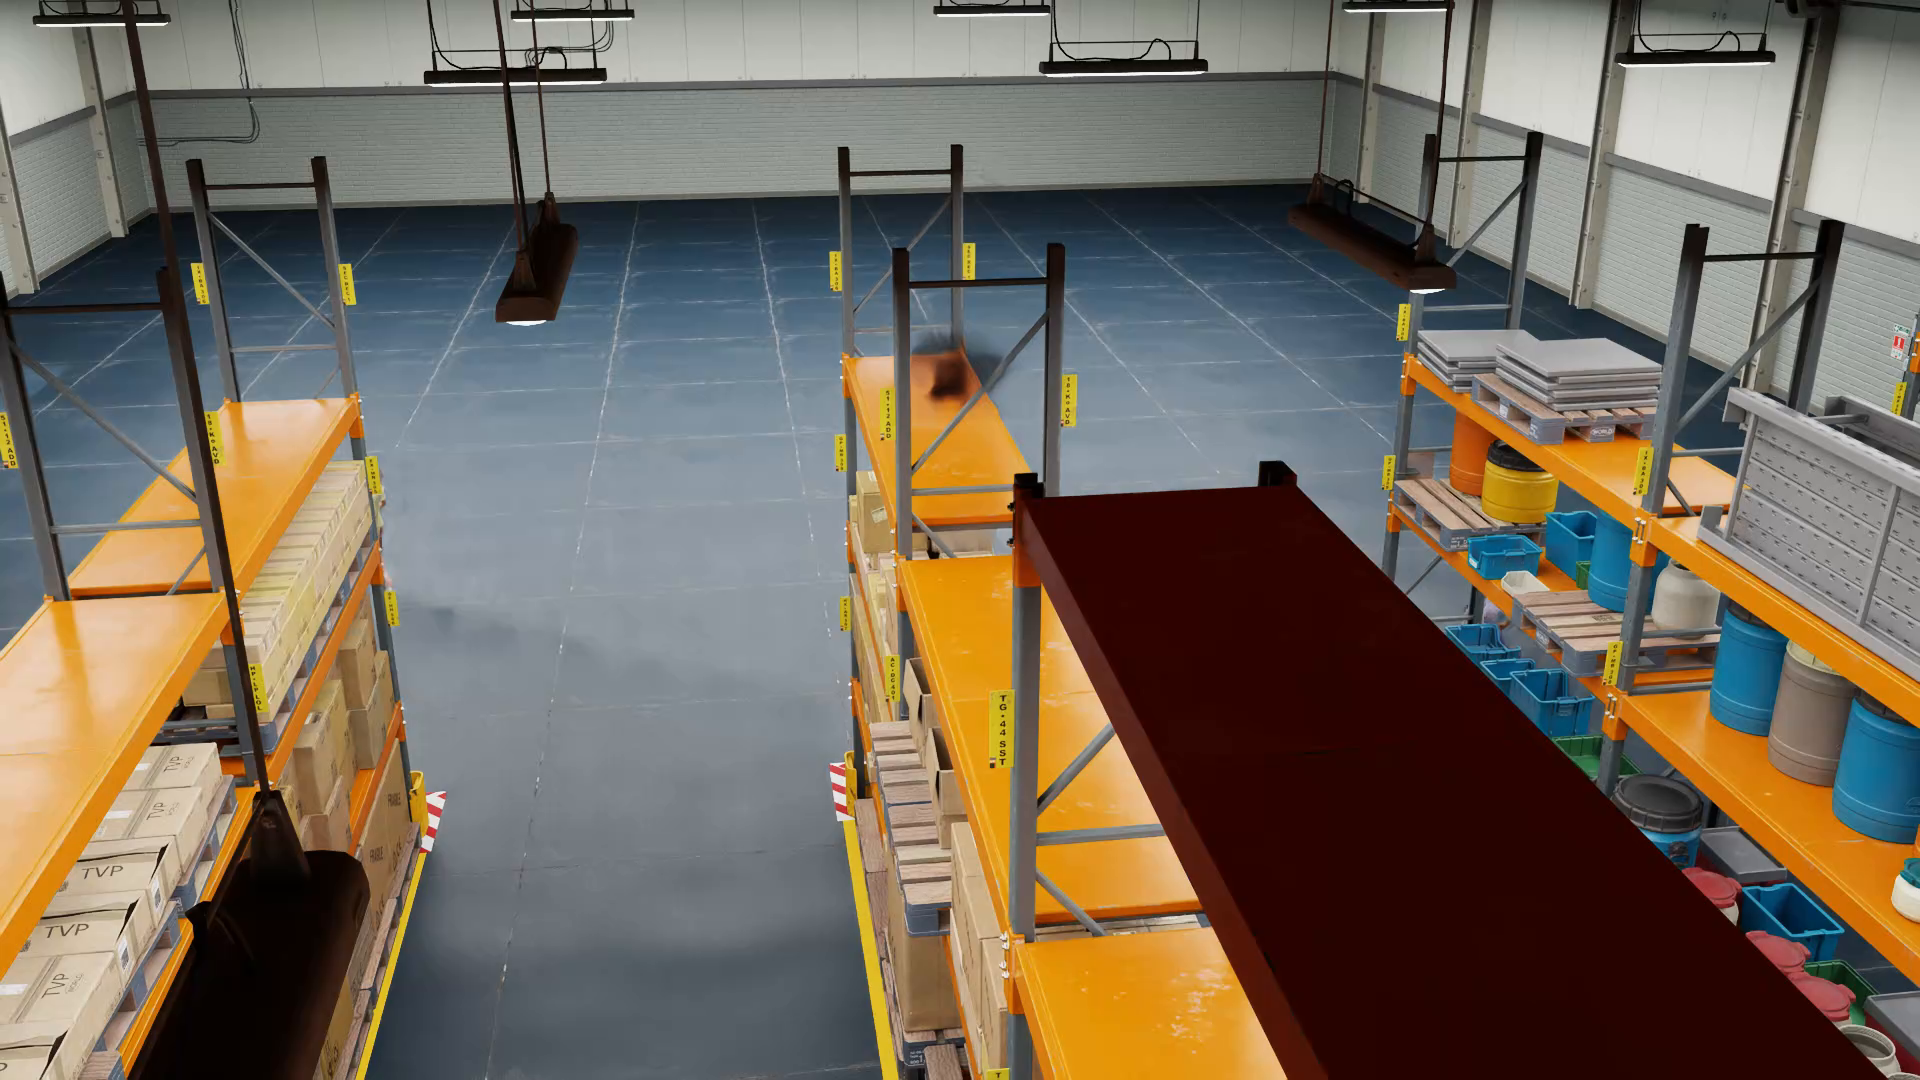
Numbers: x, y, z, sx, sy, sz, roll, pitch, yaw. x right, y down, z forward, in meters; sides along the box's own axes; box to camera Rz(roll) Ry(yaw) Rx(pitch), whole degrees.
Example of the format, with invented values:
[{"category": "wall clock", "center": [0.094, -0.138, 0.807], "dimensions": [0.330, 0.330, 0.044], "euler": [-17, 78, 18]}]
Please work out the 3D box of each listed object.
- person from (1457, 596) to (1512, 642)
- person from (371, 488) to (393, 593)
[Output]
[{"category": "person", "center": [5.231, 1.077, 16.756], "dimensions": [0.606, 1.634, 0.623], "euler": [16, 26, 34]}, {"category": "person", "center": [-7.068, -0.144, 19.771], "dimensions": [0.551, 1.628, 0.554], "euler": [10, 24, 24]}]
